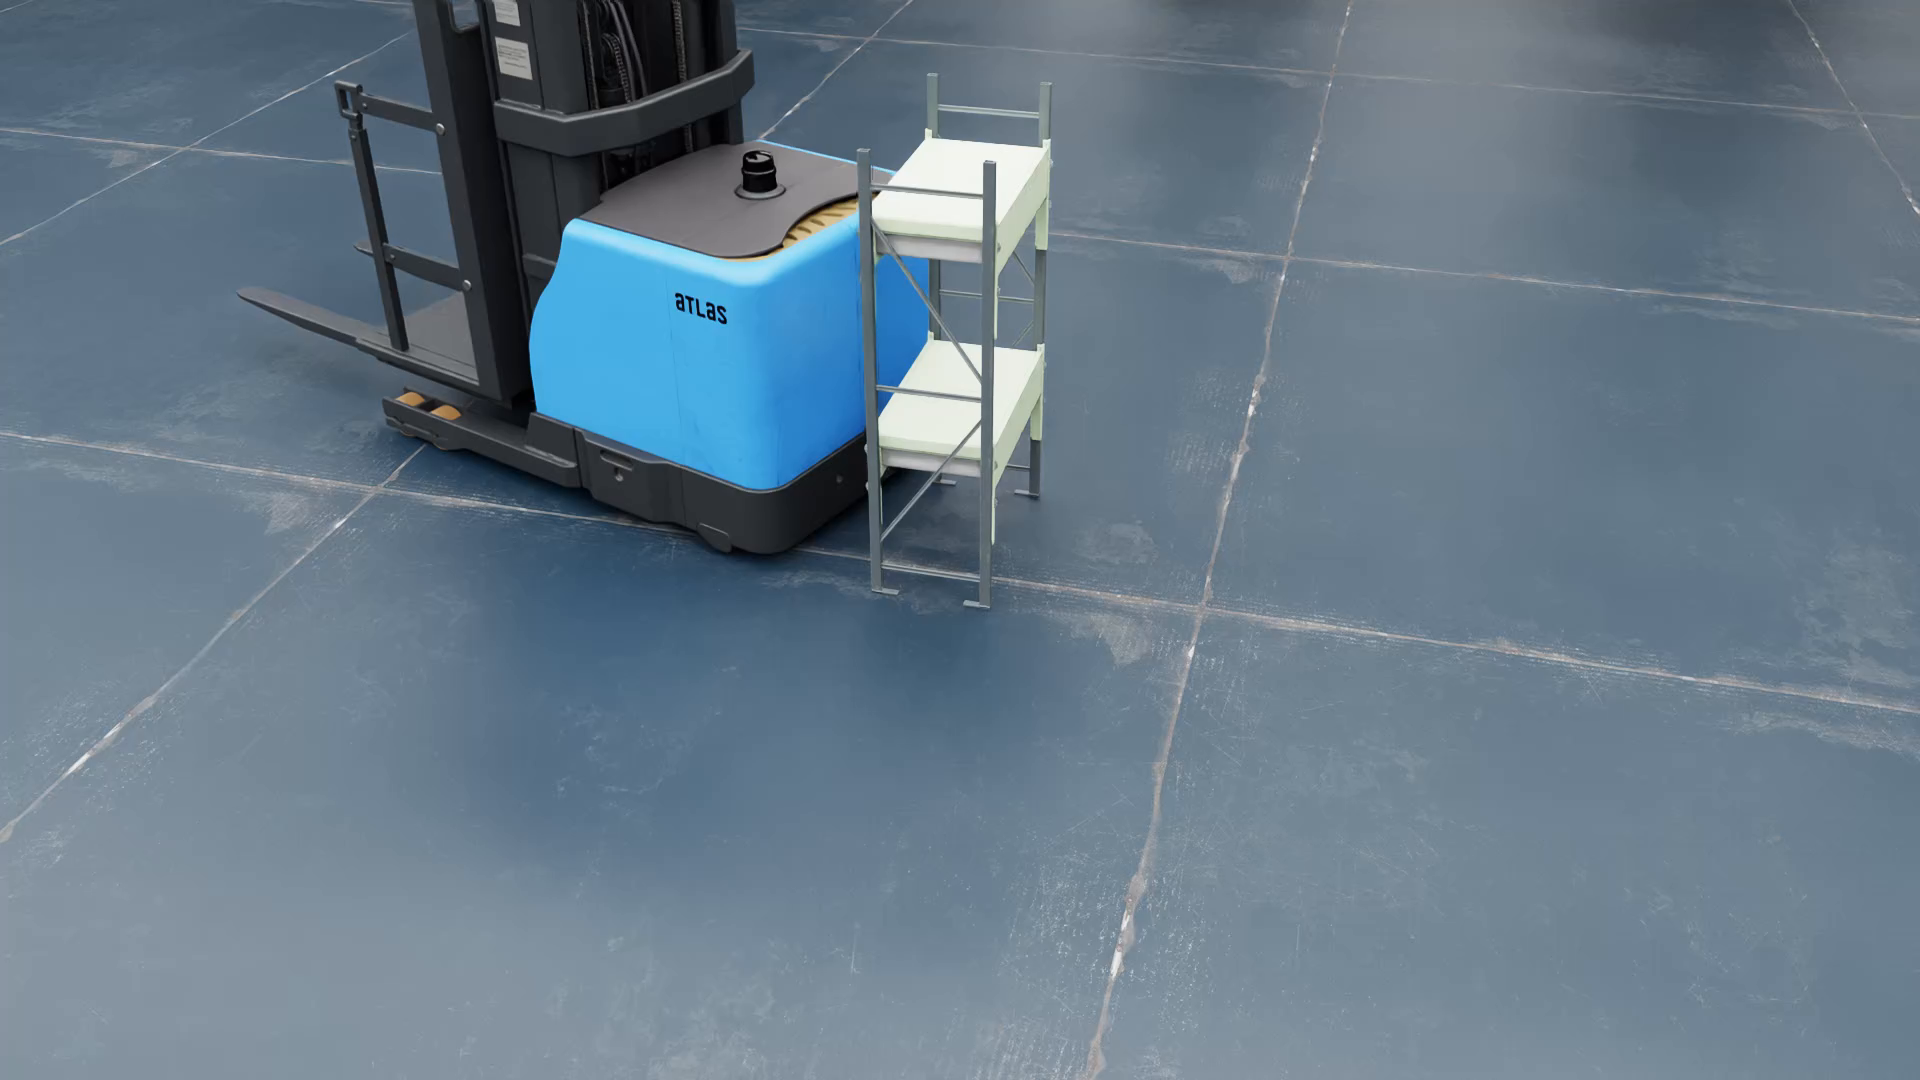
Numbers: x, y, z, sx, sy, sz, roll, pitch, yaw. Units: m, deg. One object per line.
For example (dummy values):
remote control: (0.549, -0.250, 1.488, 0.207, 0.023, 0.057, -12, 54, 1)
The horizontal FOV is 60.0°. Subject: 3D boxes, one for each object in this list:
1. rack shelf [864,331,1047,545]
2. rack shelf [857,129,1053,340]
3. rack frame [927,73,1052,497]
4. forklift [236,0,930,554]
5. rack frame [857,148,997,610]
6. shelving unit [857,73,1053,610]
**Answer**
rack shelf: (-0.002, -0.354, 5.517, 0.431, 0.370, 0.720, 8, 33, 12)
rack shelf: (-0.002, -0.959, 5.133, 0.431, 0.370, 0.720, 8, 33, 12)
rack frame: (0.091, -0.819, 5.641, 0.400, 1.500, 0.023, 8, 33, 12)
forklift: (-1.592, -1.790, 5.834, 3.031, 2.935, 1.130, 20, 37, 28)
rack frame: (-0.095, -0.440, 5.043, 0.400, 1.500, 0.023, 8, 33, 12)
shelving unit: (-0.002, -0.629, 5.342, 0.431, 1.500, 0.755, 8, 33, 12)
